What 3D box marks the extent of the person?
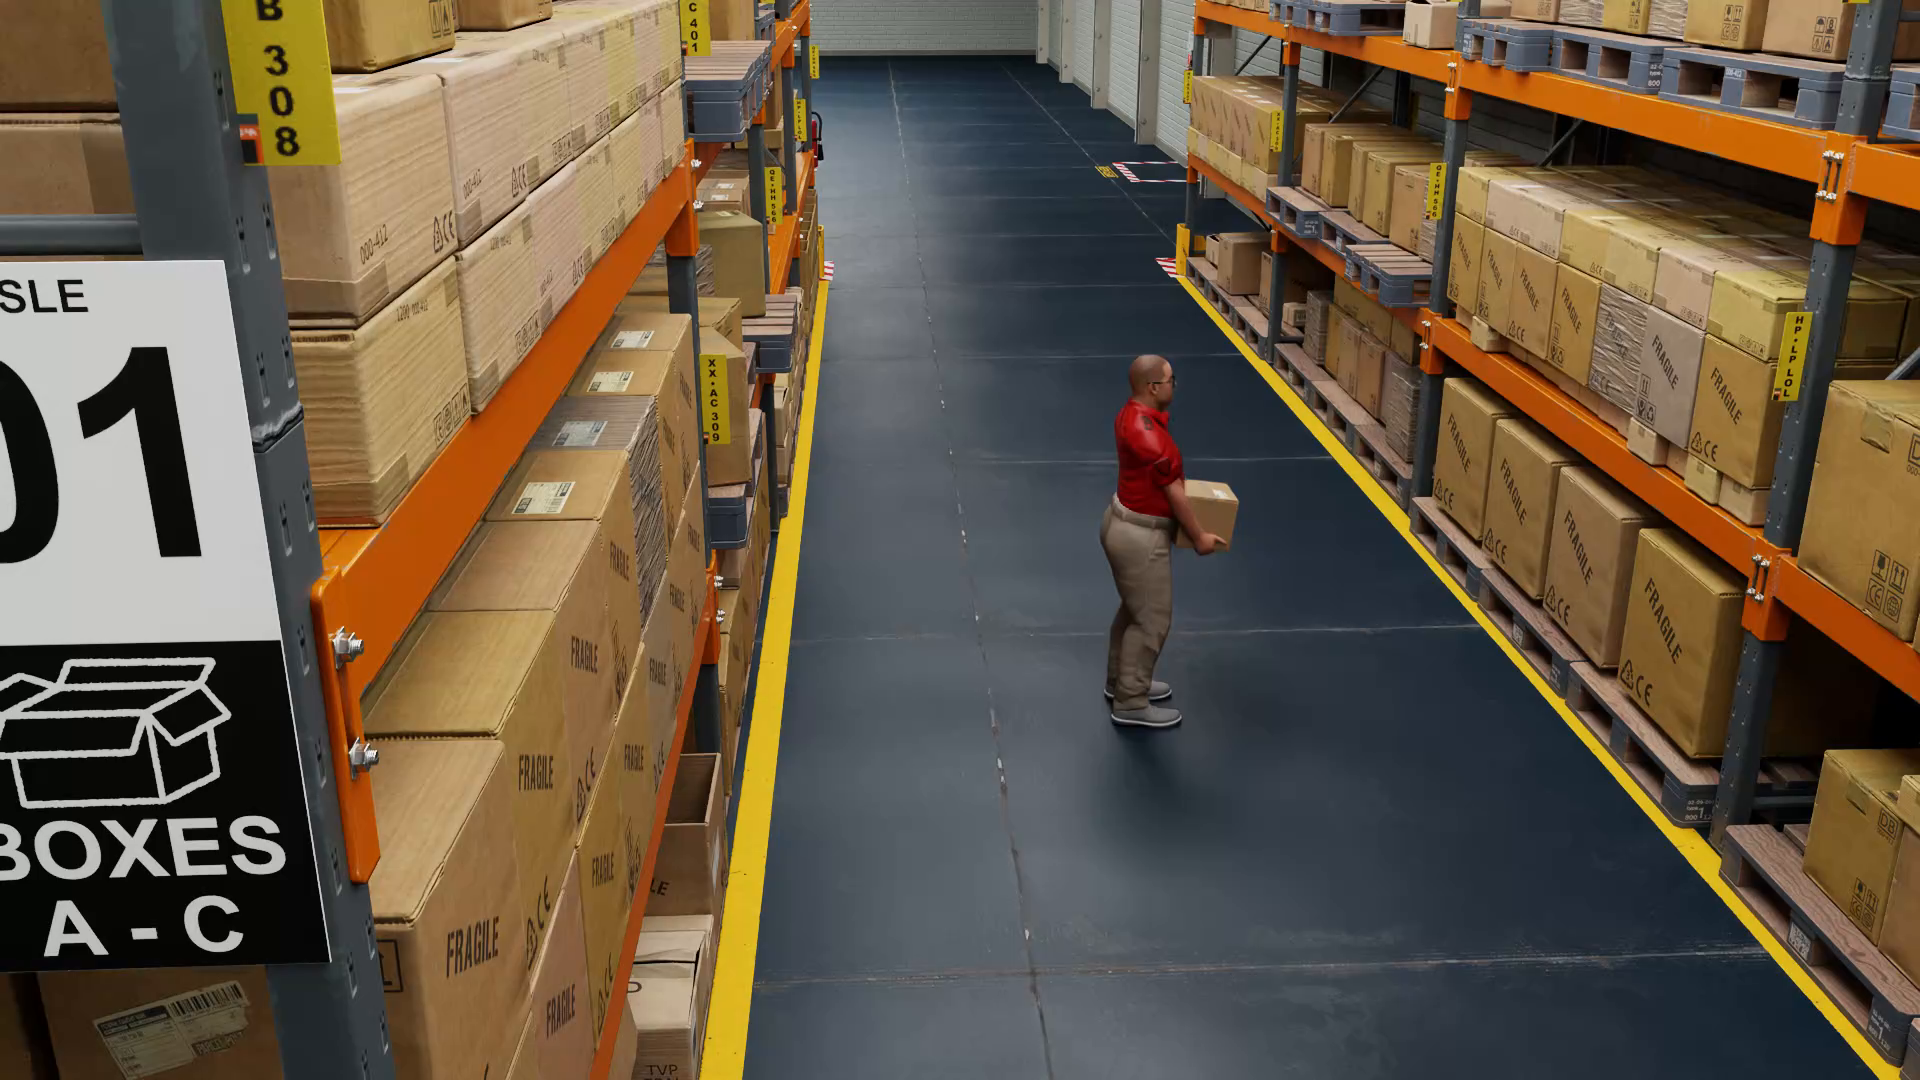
[{"bbox_3d":[0.921,-0.007,7.633,0.549,1.726,0.490,-1,20,-4],"label":"person"}]
